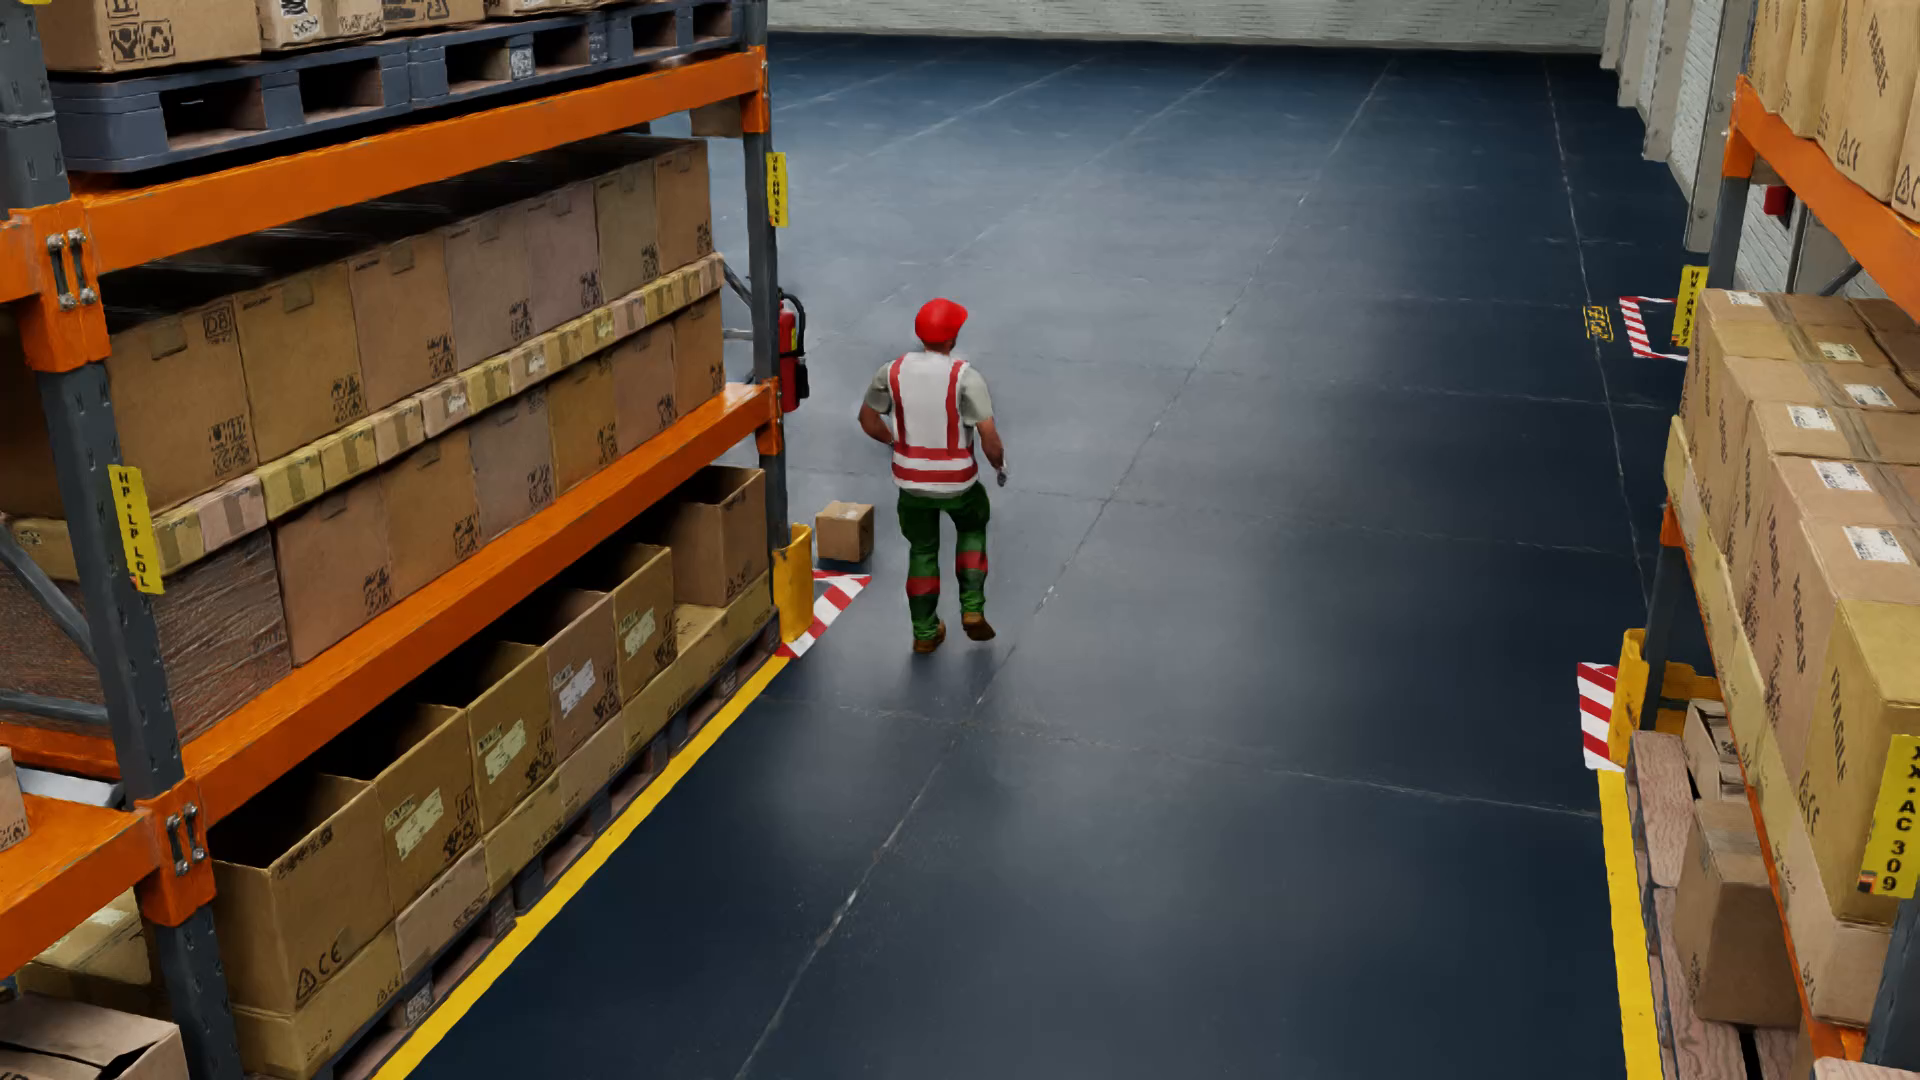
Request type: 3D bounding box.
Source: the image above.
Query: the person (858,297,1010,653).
[{"bbox_3d":[-0.115,-0.308,7.879,0.710,1.751,0.512,4,22,9],"label":"person"}]
